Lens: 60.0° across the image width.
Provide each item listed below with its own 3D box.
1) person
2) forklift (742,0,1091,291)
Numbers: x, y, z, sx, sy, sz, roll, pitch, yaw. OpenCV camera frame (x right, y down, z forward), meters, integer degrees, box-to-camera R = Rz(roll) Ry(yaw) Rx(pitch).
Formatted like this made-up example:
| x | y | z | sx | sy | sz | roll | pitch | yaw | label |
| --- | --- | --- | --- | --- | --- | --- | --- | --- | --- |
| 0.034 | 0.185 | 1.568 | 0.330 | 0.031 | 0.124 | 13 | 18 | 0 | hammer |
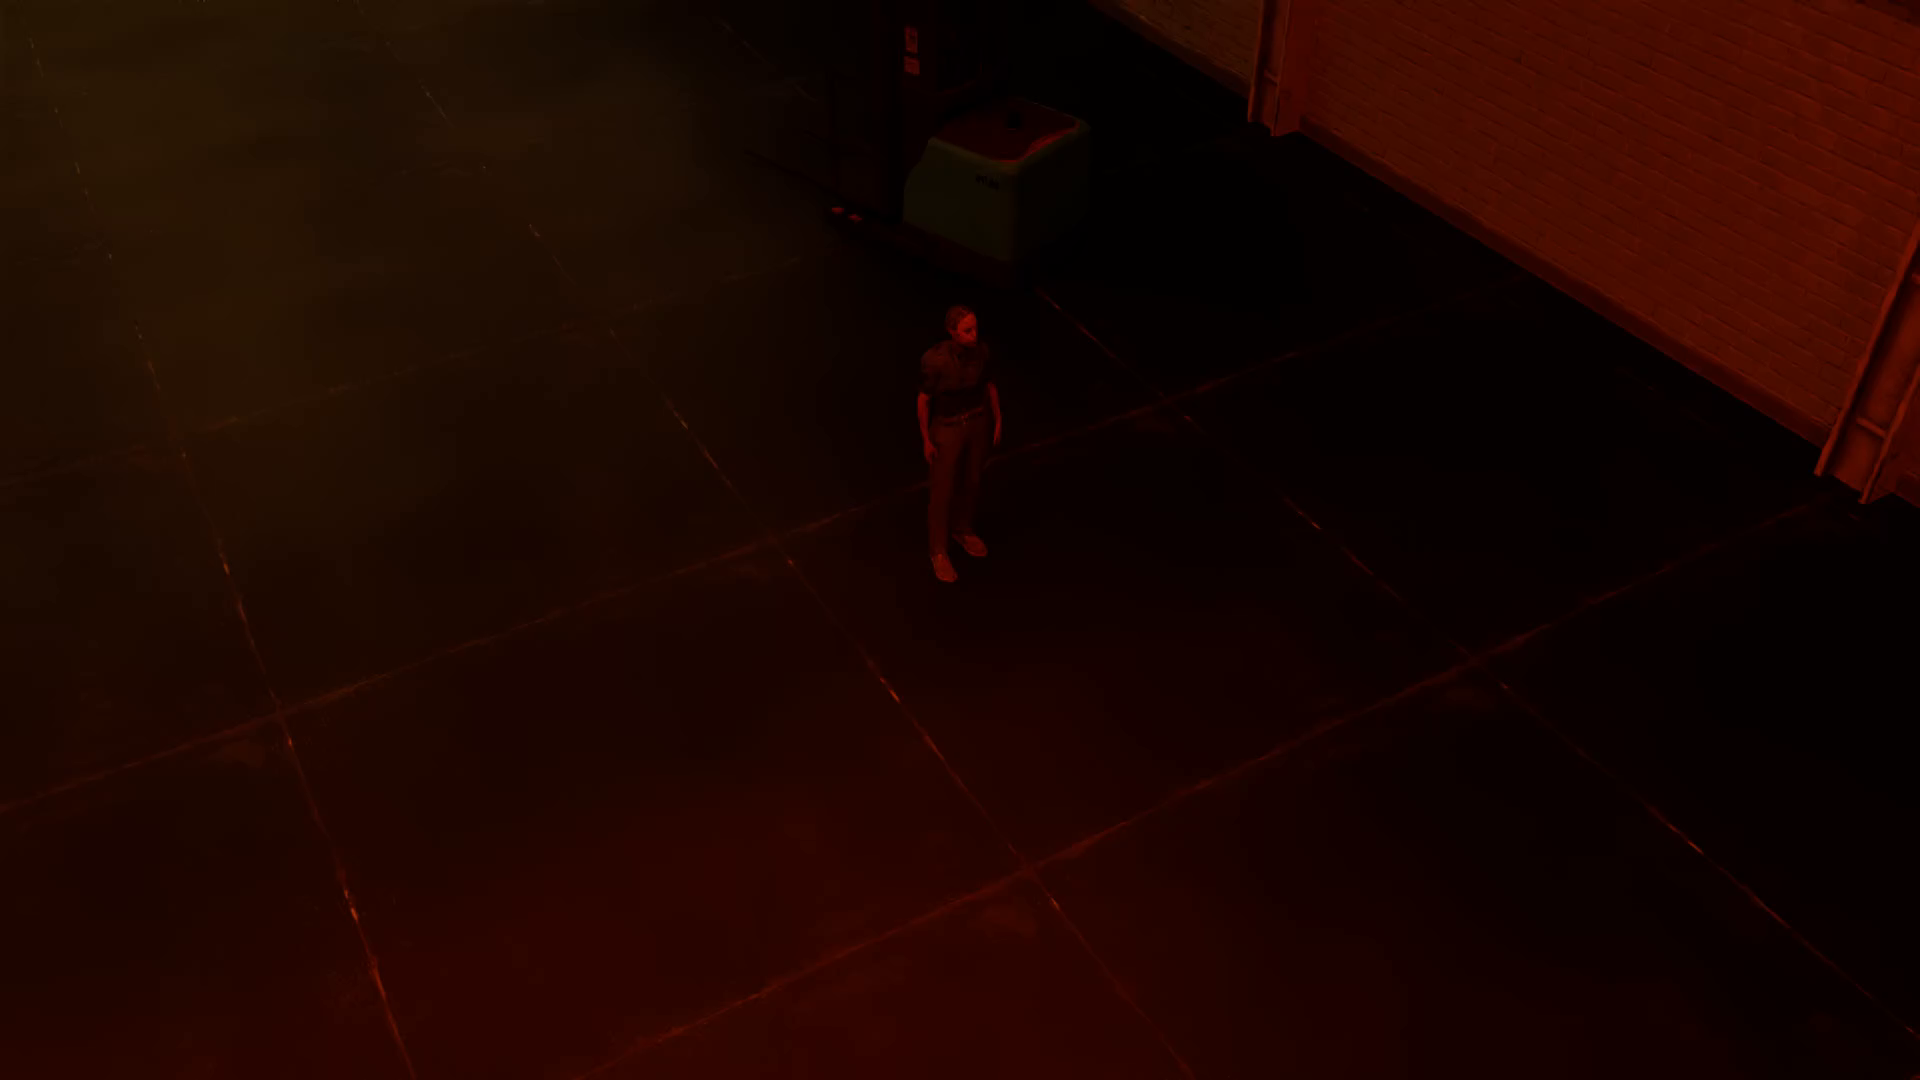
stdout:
| x | y | z | sx | sy | sz | roll | pitch | yaw | label |
| --- | --- | --- | --- | --- | --- | --- | --- | --- | --- |
| 0.027 | -0.588 | 9.733 | 0.570 | 1.654 | 0.503 | -20 | 44 | -23 | person |
| -0.459 | -3.791 | 12.607 | 3.031 | 2.935 | 1.130 | 28 | 47 | 30 | forklift |
